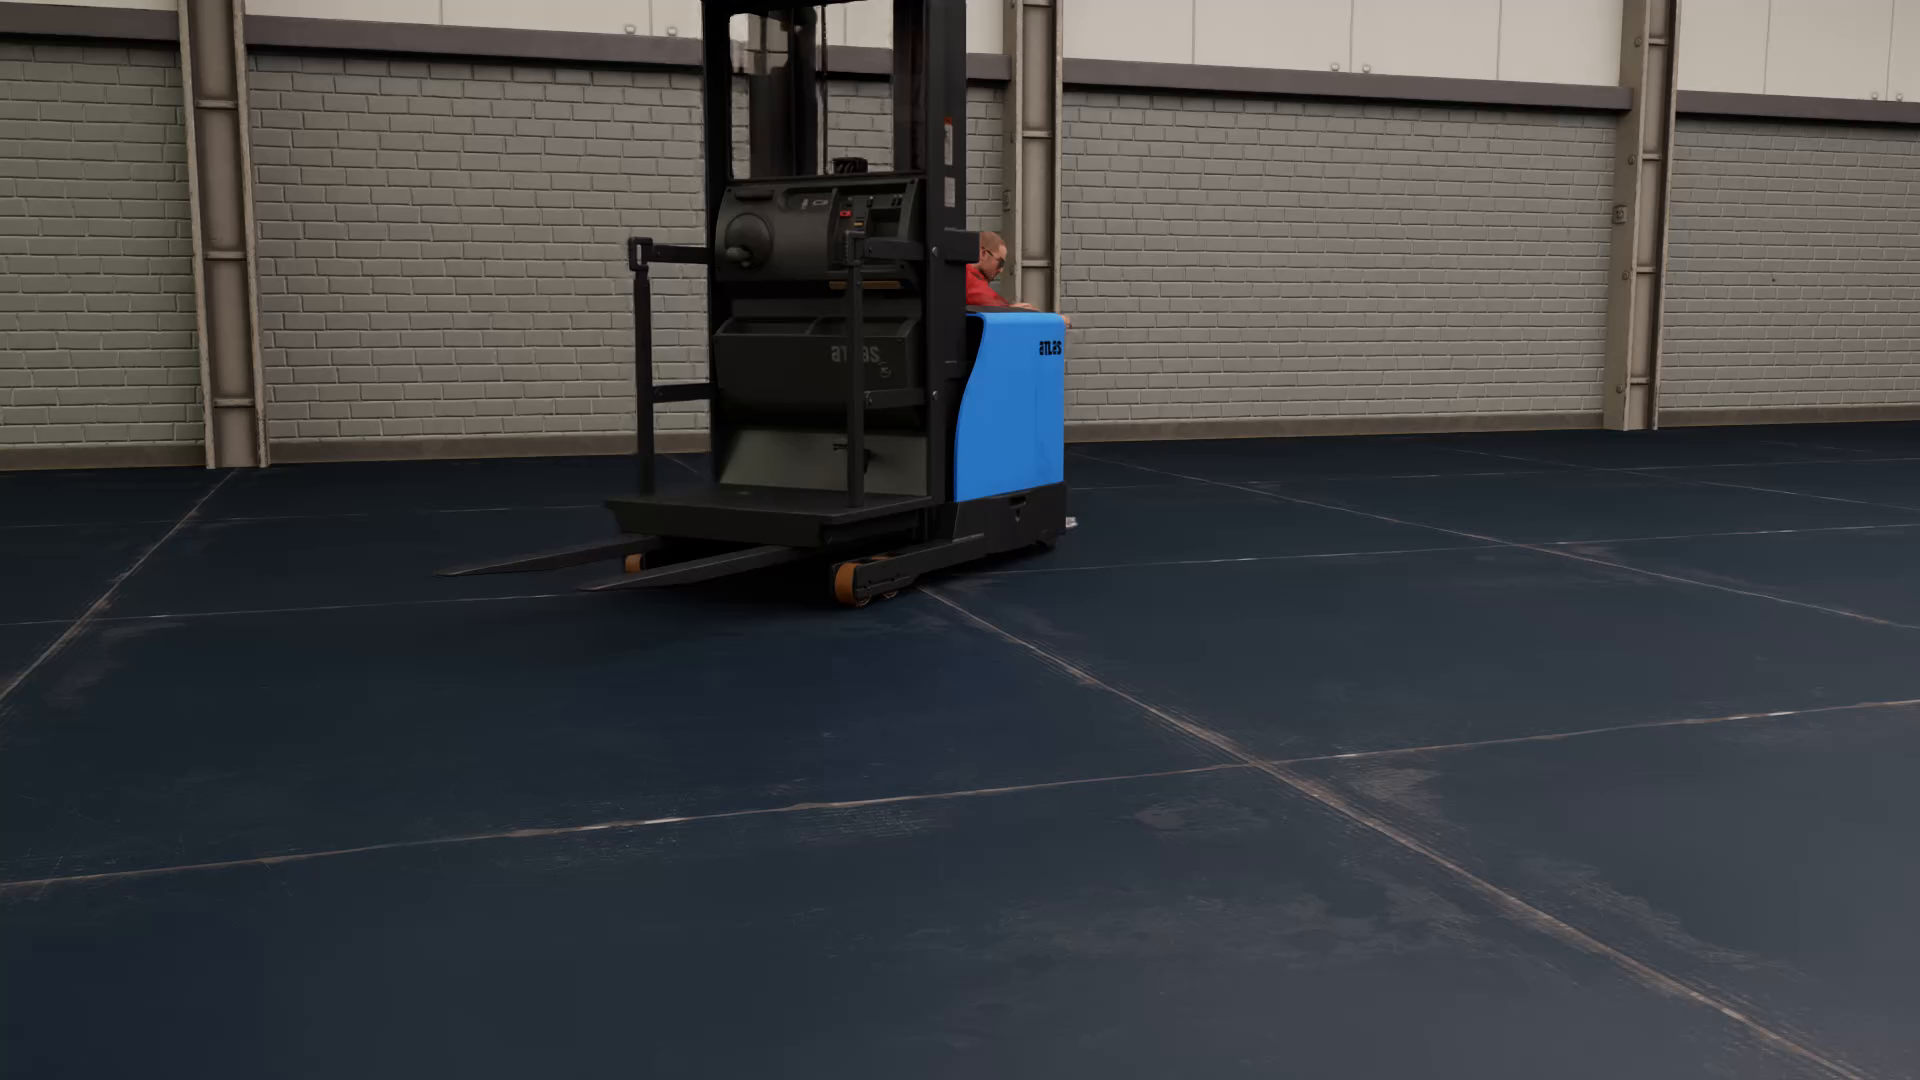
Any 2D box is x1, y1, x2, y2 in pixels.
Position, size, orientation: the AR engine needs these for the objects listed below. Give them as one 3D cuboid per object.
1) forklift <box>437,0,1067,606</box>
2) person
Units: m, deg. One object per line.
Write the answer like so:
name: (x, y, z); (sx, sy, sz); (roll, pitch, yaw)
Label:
forklift: (-0.681, -1.276, 6.431); (1.130, 2.935, 3.031); (4, 9, 29)
person: (0.207, -0.851, 8.712); (0.706, 1.478, 1.138); (-2, 8, -13)
